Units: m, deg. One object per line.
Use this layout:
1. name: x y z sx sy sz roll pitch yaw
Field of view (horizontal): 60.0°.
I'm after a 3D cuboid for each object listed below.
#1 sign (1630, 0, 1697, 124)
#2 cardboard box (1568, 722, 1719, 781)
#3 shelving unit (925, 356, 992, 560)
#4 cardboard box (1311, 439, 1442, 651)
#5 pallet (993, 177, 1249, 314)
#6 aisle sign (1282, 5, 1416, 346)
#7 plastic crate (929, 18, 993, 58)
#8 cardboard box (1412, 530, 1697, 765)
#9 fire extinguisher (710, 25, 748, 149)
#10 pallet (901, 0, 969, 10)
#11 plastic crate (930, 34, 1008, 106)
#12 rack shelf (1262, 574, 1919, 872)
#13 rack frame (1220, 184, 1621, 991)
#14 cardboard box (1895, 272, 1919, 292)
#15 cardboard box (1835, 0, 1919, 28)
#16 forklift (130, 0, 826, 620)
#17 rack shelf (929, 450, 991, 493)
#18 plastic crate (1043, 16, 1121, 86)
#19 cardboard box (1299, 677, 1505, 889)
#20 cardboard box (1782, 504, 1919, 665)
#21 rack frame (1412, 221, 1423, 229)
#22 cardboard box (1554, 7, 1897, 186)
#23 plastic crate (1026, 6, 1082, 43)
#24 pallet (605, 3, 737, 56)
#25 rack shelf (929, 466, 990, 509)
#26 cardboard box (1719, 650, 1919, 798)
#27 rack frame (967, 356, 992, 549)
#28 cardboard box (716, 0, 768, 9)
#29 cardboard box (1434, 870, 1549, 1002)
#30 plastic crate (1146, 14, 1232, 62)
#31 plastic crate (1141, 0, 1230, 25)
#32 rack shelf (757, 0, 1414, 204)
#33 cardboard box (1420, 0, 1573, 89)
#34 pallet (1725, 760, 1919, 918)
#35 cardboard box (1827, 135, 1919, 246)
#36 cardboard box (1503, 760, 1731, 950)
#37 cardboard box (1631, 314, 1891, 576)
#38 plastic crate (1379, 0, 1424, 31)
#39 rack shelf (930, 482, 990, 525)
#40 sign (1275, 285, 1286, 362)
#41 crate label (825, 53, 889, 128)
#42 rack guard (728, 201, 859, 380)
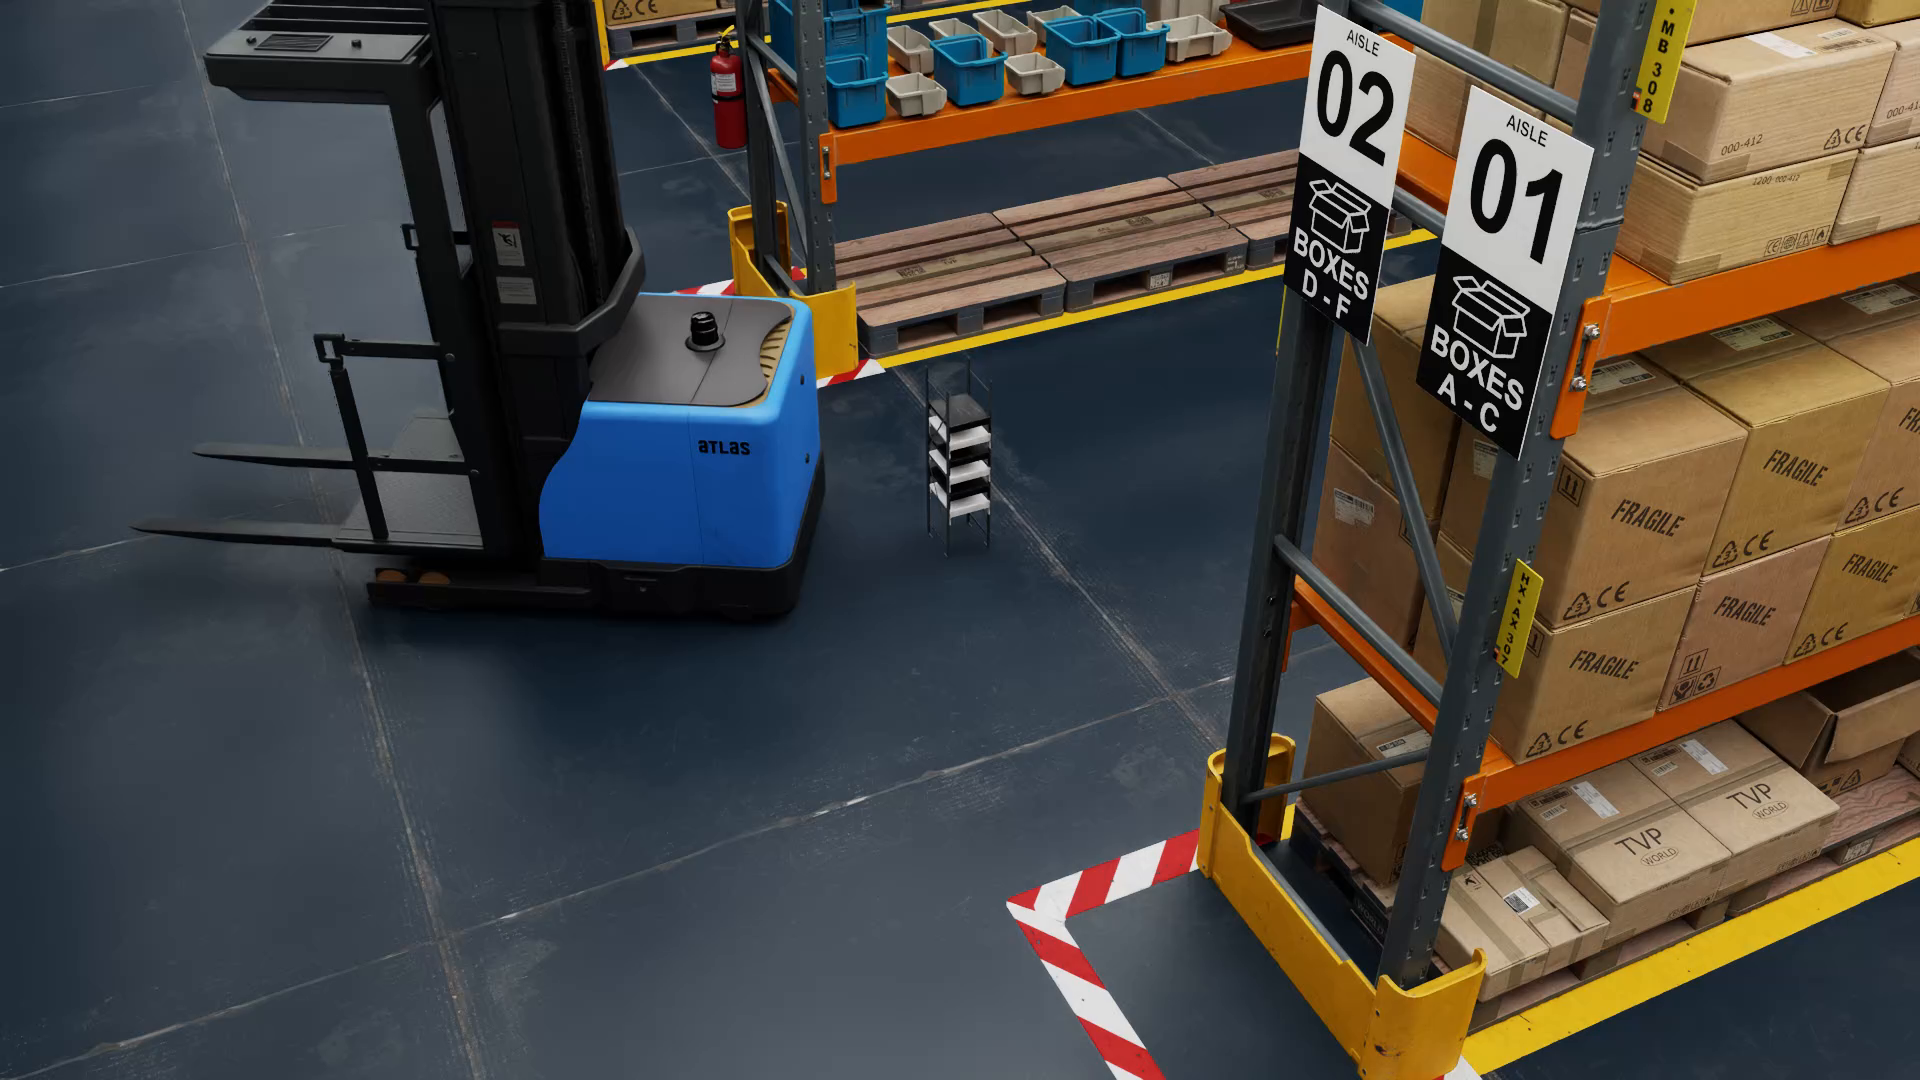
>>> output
1. sign: 1.417 -1.007 3.338 0.005 0.325 0.100 -16 39 -20
2. cardboard box: 2.446 0.689 6.242 0.500 0.250 0.500 -16 39 -20
3. shelving unit: -0.007 -0.359 7.479 0.210 0.900 0.258 -16 39 -20
4. cardboard box: 1.476 -0.044 5.207 0.500 0.500 0.500 -14 39 -19
5. pallet: 0.951 -1.790 9.986 1.213 0.211 1.003 -16 39 -20
6. aisle sign: 0.994 -0.936 4.311 0.004 0.787 0.394 -16 39 -20
7. plastic crate: 0.014 -2.704 9.048 0.243 0.136 0.396 -16 39 -20
8. cardboard box: 1.700 0.246 4.816 0.500 0.500 0.500 -15 39 -19
9. fire extinguisher: -1.245 -2.442 8.902 0.183 0.674 0.296 -16 39 -20
10. pallet: -0.120 -4.829 14.084 1.213 0.211 1.003 -16 39 -20
11. plastic crate: 0.044 -2.424 8.591 0.300 0.233 0.416 -16 39 -20
12. rack shelf: 2.996 0.039 5.783 4.000 0.370 1.077 -16 39 -20
13. rack frame: 1.186 0.256 4.886 0.127 3.000 1.000 -16 39 -20
14. cardboard box: 3.084 -0.545 5.044 0.500 0.500 0.500 -16 39 -20
15. cardboard box: 2.133 -1.610 3.962 0.500 0.500 0.700 -16 39 -20
16. forklift: -2.187 -1.179 6.880 3.031 2.935 1.130 3 37 4
17. rack shelf: -0.007 -0.333 7.499 0.200 0.077 0.258 -16 39 -20
18. plastic crate: 0.640 -2.591 8.815 0.300 0.233 0.416 -16 39 -20
19. cardboard box: 1.574 0.813 5.865 0.500 0.500 0.500 -16 39 -20
20. cardboard box: 2.620 -0.013 5.165 0.500 0.500 0.500 -16 39 -20
21. rack frame: 2.706 -3.428 9.854 0.127 3.000 1.000 -16 39 -20
22. cardboard box: 1.762 -1.079 3.875 0.500 0.250 0.500 -16 39 -20
23. plastic crate: 0.516 -2.872 9.276 0.250 0.136 0.298 -16 39 -20
24. pallet: -2.329 -4.211 13.251 1.213 0.211 1.003 -16 39 -20
25. rack shelf: -0.007 -0.260 7.553 0.200 0.077 0.258 -16 39 -20
26. cardboard box: 3.108 0.548 6.219 0.637 0.503 0.797 -16 39 -20
27. rack frame: 0.085 -0.385 7.514 0.006 0.900 0.240 -16 39 -20
28. cardboard box: -1.651 -4.838 13.185 0.875 0.875 0.875 -16 39 -20
29. cardboard box: 1.711 1.304 5.498 0.250 0.149 0.380 -16 39 -20
30. plastic crate: 1.257 -2.744 9.102 0.466 0.136 0.293 -16 39 -20
31. plastic crate: 1.245 -3.118 9.485 0.530 0.282 0.437 -16 39 -20
32. rack shelf: 0.895 -2.633 9.386 4.000 0.370 1.077 -16 39 -20
33. cardboard box: 1.543 -1.356 4.249 0.500 0.250 0.500 -16 39 -20
34. pallet: 3.079 0.848 6.429 1.213 0.211 1.003 -16 39 -20
35. cardboard box: 2.217 -1.001 4.189 0.500 0.250 0.500 -16 39 -20
36. cardboard box: 2.251 1.073 5.724 0.500 0.250 0.500 -16 39 -20
37. cardboard box: 2.170 -0.292 4.702 0.500 0.500 0.500 -15 39 -19
38. plastic crate: 2.428 -3.144 9.434 0.575 0.384 0.392 -16 39 -20
39. rack shelf: -0.007 -0.188 7.606 0.200 0.077 0.258 -16 39 -20
40. sign: 0.968 -0.640 4.858 0.005 0.325 0.100 -16 39 -20
41. crate label: -0.552 -2.258 8.366 0.303 0.233 0.416 -16 39 -20
42. rack guard: -0.932 -1.399 9.216 0.348 0.500 1.175 -16 39 -20
